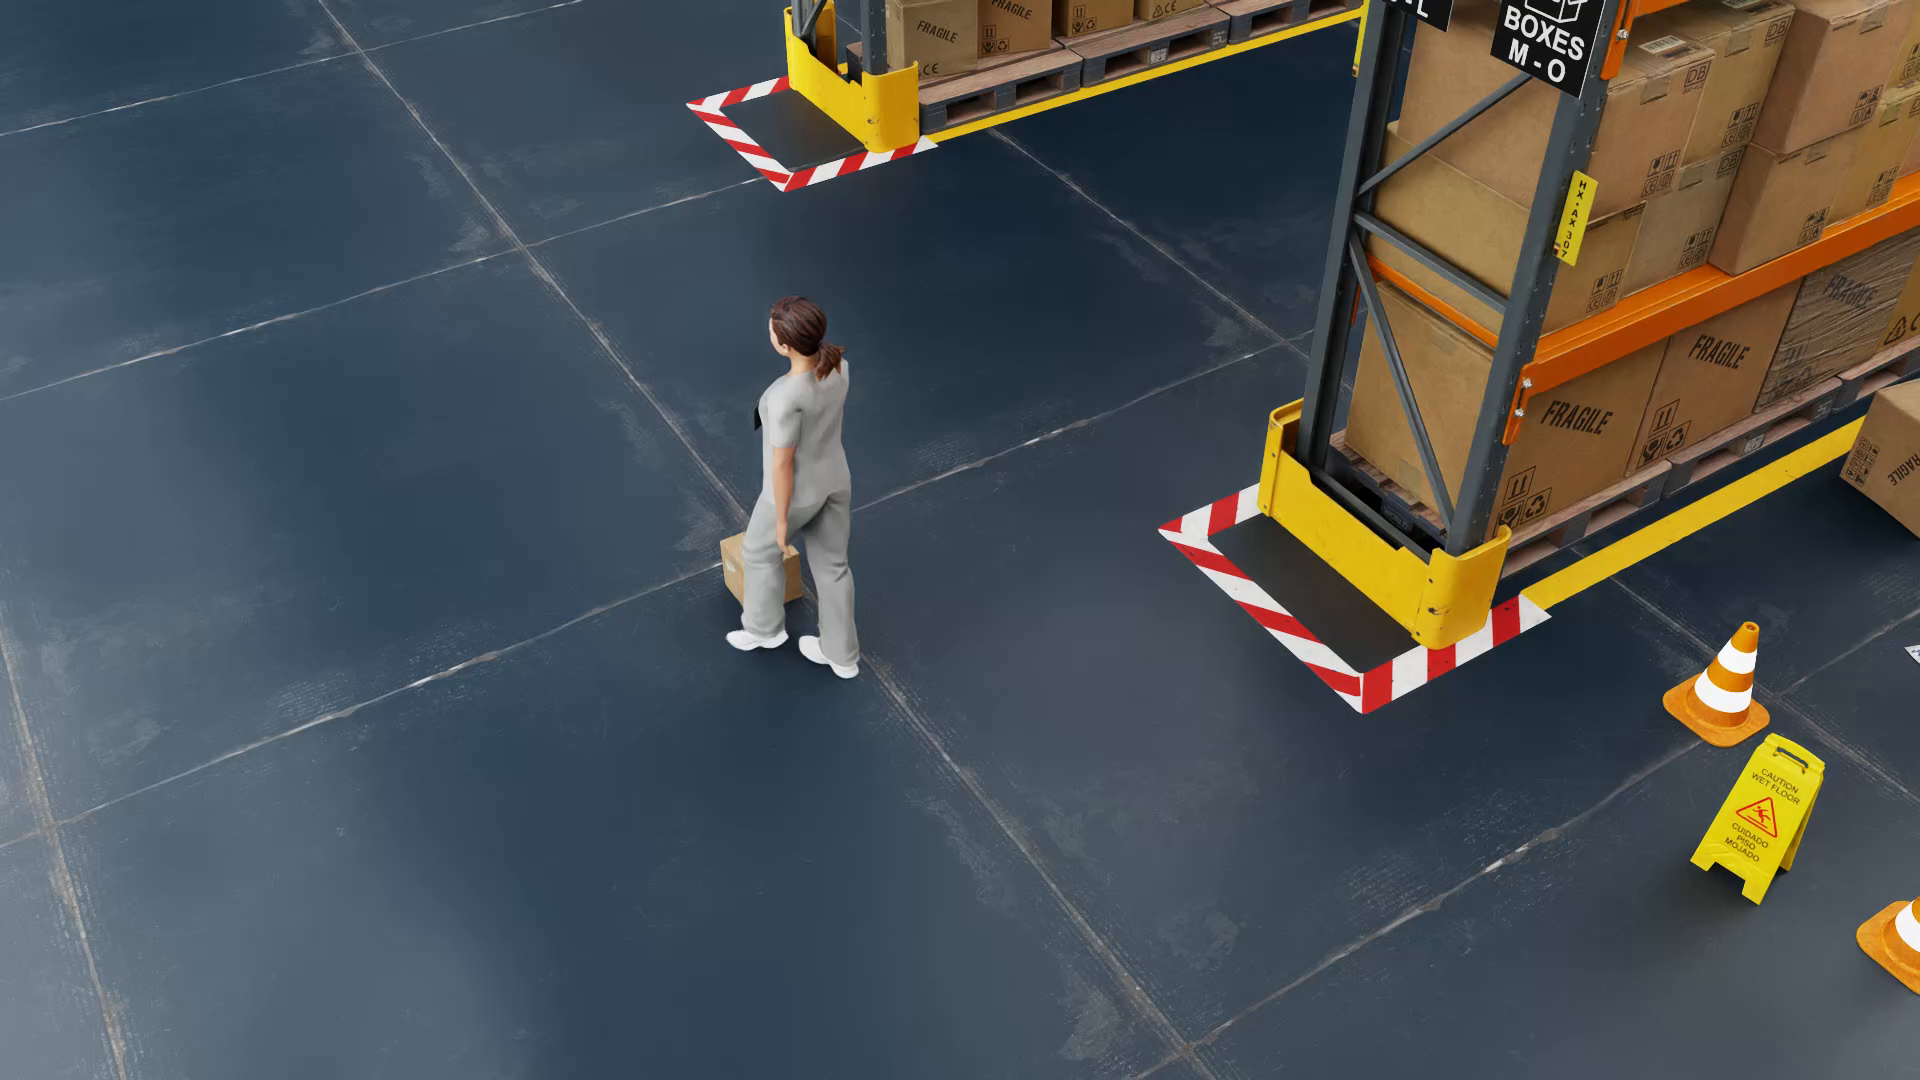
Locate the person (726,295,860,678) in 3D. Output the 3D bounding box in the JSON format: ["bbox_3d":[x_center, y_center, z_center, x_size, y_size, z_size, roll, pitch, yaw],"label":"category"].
[{"bbox_3d":[-0.617,-0.195,6.400,0.609,1.710,0.496,30,49,30],"label":"person"}]
